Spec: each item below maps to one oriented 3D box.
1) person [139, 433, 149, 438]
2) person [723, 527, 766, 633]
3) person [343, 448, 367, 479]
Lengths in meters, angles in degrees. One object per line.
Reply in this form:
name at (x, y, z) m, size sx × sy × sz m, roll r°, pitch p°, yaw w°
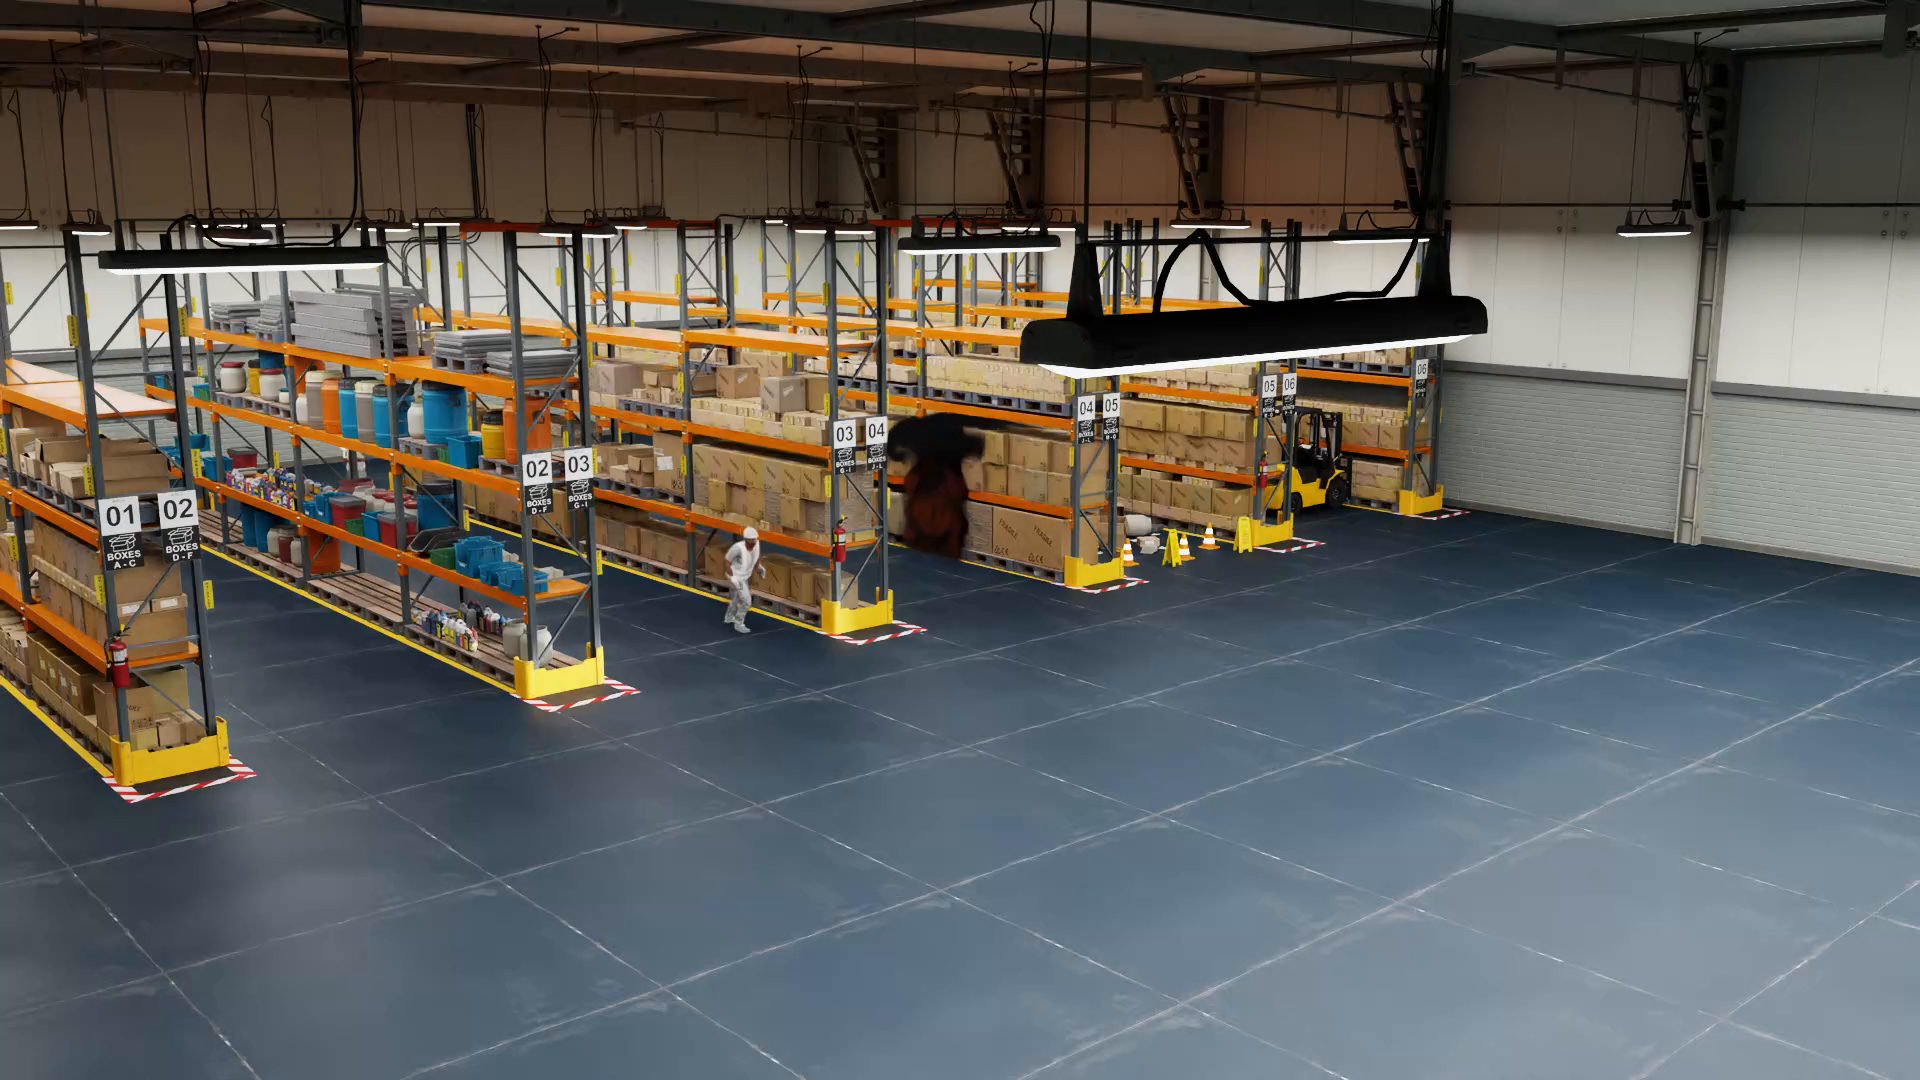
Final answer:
person at (-16.928, -1.341, 34.175) m, size 0.762 × 1.713 × 0.843 m, roll -3°, pitch 12°, yaw -16°
person at (-3.298, 0.564, 25.013) m, size 0.852 × 1.641 × 0.737 m, roll 5°, pitch 12°, yaw 23°
person at (-12.566, -1.413, 34.560) m, size 0.539 × 1.737 × 0.863 m, roll -10°, pitch 15°, yaw -40°
